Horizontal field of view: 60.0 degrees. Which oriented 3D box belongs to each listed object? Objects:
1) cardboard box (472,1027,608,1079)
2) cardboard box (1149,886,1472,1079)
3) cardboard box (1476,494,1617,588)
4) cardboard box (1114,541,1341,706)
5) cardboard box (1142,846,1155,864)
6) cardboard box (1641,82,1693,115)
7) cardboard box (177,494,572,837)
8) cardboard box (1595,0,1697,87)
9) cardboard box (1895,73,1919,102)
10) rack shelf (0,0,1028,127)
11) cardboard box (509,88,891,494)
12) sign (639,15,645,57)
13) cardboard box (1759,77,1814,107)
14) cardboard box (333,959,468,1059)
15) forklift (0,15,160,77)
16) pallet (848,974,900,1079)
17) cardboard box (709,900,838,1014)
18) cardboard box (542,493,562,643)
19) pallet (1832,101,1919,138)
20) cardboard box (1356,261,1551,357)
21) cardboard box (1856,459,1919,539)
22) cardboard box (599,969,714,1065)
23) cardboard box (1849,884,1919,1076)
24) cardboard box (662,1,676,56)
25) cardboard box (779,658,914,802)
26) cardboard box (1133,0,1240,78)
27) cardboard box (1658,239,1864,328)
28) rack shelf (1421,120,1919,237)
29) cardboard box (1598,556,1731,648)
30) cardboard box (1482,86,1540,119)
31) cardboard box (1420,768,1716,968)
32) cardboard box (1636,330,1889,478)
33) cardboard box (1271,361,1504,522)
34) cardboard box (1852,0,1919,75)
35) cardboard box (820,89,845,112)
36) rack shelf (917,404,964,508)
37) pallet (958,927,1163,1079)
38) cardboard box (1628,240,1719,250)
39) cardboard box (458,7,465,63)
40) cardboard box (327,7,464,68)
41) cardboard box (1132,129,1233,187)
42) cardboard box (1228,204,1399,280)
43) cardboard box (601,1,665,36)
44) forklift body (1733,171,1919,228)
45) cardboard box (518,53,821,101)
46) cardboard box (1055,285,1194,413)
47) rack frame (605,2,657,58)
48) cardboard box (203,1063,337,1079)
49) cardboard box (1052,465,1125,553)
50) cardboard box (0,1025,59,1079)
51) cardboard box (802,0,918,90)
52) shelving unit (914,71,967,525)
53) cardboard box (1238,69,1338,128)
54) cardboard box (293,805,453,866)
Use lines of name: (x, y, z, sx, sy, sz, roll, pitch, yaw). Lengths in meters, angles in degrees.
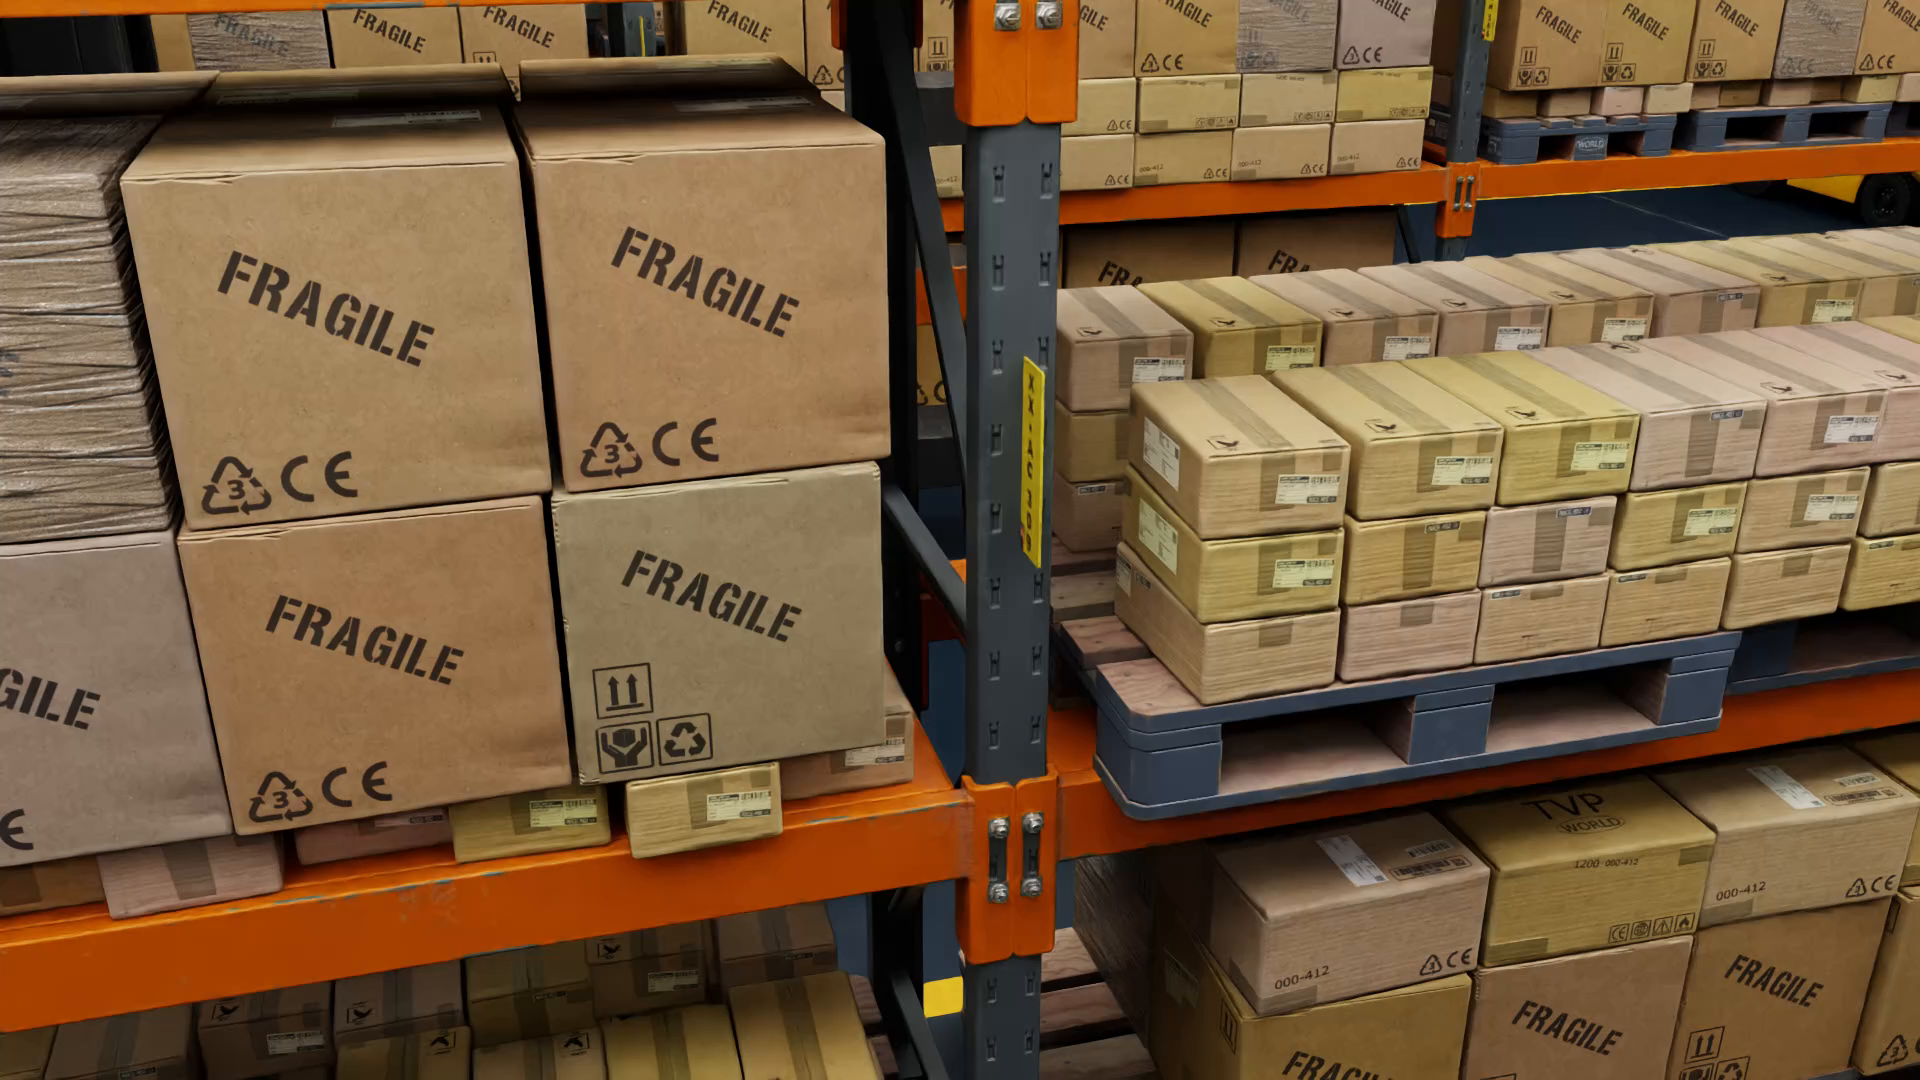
cardboard box: (-0.786, 1.122, 3.159, 0.250, 0.149, 0.380, -7, 24, -15)
cardboard box: (0.742, 1.048, 3.641, 0.500, 0.500, 0.500, -5, 24, -12)
cardboard box: (0.960, -0.067, 3.011, 0.250, 0.149, 0.380, -6, 24, -13)
cardboard box: (0.463, 0.126, 2.939, 0.250, 0.149, 0.380, -7, 24, -17)
cardboard box: (0.608, 0.506, 3.953, 0.500, 0.250, 0.500, -7, 24, -16)
cardboard box: (3.567, -2.316, 8.630, 0.250, 0.149, 0.380, -6, 24, -14)
cardboard box: (-0.931, 0.101, 2.705, 0.500, 0.500, 0.500, -7, 24, -16)
cardboard box: (3.372, -2.618, 8.511, 0.500, 0.500, 0.500, -5, 24, -12)
cardboard box: (5.065, -2.477, 9.005, 0.250, 0.149, 0.380, -6, 24, -14)
rack shelf: (-1.966, -0.764, 2.336, 4.000, 0.370, 1.077, -6, 24, -14)
cardboard box: (-0.420, -0.419, 2.650, 0.500, 0.500, 0.500, -7, 24, -16)
sign: (-1.324, -2.022, 6.960, 0.005, 0.325, 0.100, -6, 24, -14)
cardboard box: (4.308, -2.419, 8.871, 0.250, 0.149, 0.380, -6, 24, -13)
cardboard box: (-1.185, 0.961, 3.534, 0.250, 0.149, 0.380, -7, 24, -16)
forklift: (-3.452, -0.929, 5.699, 3.031, 2.935, 1.130, -7, 24, -16)
pallet: (-0.678, 1.437, 3.634, 1.213, 0.211, 1.003, -6, 24, -14)
cardboard box: (-0.428, 0.872, 3.742, 0.250, 0.149, 0.380, -5, 24, -12)
cardboard box: (-0.586, -0.155, 3.303, 0.500, 0.500, 0.500, -7, 24, -15)
pallet: (5.452, -2.536, 9.599, 1.213, 0.211, 1.003, -6, 24, -14)
cardboard box: (1.053, -0.481, 3.599, 0.250, 0.149, 0.380, -6, 24, -15)
cardboard box: (1.725, -0.153, 3.211, 0.250, 0.149, 0.380, -7, 24, -15)
cardboard box: (-0.696, 1.029, 3.753, 0.250, 0.149, 0.380, -6, 24, -14)
cardboard box: (2.242, 0.886, 4.019, 0.500, 0.500, 0.500, -7, 24, -17)
cardboard box: (-1.113, -2.446, 7.753, 0.500, 0.500, 0.500, -6, 24, -13)
cardboard box: (-0.253, 0.305, 3.053, 0.250, 0.149, 0.380, -7, 24, -15)
cardboard box: (0.977, -2.467, 7.801, 0.500, 0.500, 0.500, -6, 24, -14)
cardboard box: (1.807, -0.565, 3.795, 0.250, 0.149, 0.380, -7, 24, -15)
rack shelf: (4.302, -2.107, 9.268, 4.000, 0.370, 1.077, -6, 24, -14)
cardboard box: (1.212, 0.042, 3.133, 0.250, 0.149, 0.380, -6, 24, -14)
cardboard box: (2.739, -2.266, 8.512, 0.250, 0.149, 0.380, -8, 24, -17)
cardboard box: (1.254, 0.645, 3.628, 0.500, 0.250, 0.500, -6, 24, -13)
cardboard box: (1.464, -0.259, 3.082, 0.250, 0.149, 0.380, -7, 24, -15)
cardboard box: (0.730, -0.180, 2.897, 0.250, 0.149, 0.380, -6, 24, -13)
cardboard box: (4.869, -2.784, 8.897, 0.500, 0.500, 0.500, -5, 24, -13)
cardboard box: (-0.481, -1.965, 7.582, 0.500, 0.250, 0.500, -6, 24, -14)
rack shelf: (-0.159, -0.291, 7.076, 0.480, 0.518, 0.431, -6, 24, -14)
pallet: (0.708, 1.268, 4.026, 1.213, 0.211, 1.003, -6, 24, -14)
cardboard box: (4.363, -1.426, 9.570, 0.625, 0.372, 0.950, -6, 24, -13)
cardboard box: (-1.999, -2.345, 7.516, 0.500, 0.500, 0.500, -6, 24, -14)
cardboard box: (-2.346, -2.097, 6.939, 0.500, 0.500, 0.500, -7, 24, -15)
cardboard box: (0.982, -1.895, 8.052, 0.500, 0.250, 0.500, -7, 24, -15)
cardboard box: (1.689, -1.399, 8.868, 0.875, 0.875, 0.875, -7, 24, -15)
cardboard box: (-2.293, -3.888, 11.847, 0.500, 0.500, 0.700, -6, 24, -13)
forklift body: (7.401, -3.676, 13.089, 1.214, 2.155, 2.313, -6, 24, -14)
cardboard box: (-0.541, -0.616, 3.110, 0.500, 0.500, 0.500, -6, 24, -13)
cardboard box: (0.293, -0.397, 3.404, 0.250, 0.149, 0.380, -5, 24, -12)
rack frame: (-1.475, -1.798, 7.637, 0.127, 3.000, 1.000, -6, 24, -14)
cardboard box: (-1.452, 1.117, 3.549, 0.250, 0.149, 0.380, -5, 24, -12)
cardboard box: (0.288, -0.125, 3.522, 0.250, 0.149, 0.380, -7, 24, -16)
cardboard box: (-1.940, 1.029, 3.376, 0.250, 0.149, 0.380, -6, 24, -14)
cardboard box: (-0.492, -2.306, 7.425, 0.500, 0.500, 0.500, -6, 24, -15)
shelving unit: (-0.159, -0.947, 6.795, 0.503, 2.100, 0.431, -6, 24, -14)
cardboard box: (1.486, -2.181, 8.085, 0.500, 0.250, 0.500, -7, 24, -16)
cardboard box: (-1.011, 0.381, 2.876, 0.250, 0.149, 0.380, -7, 24, -16)
